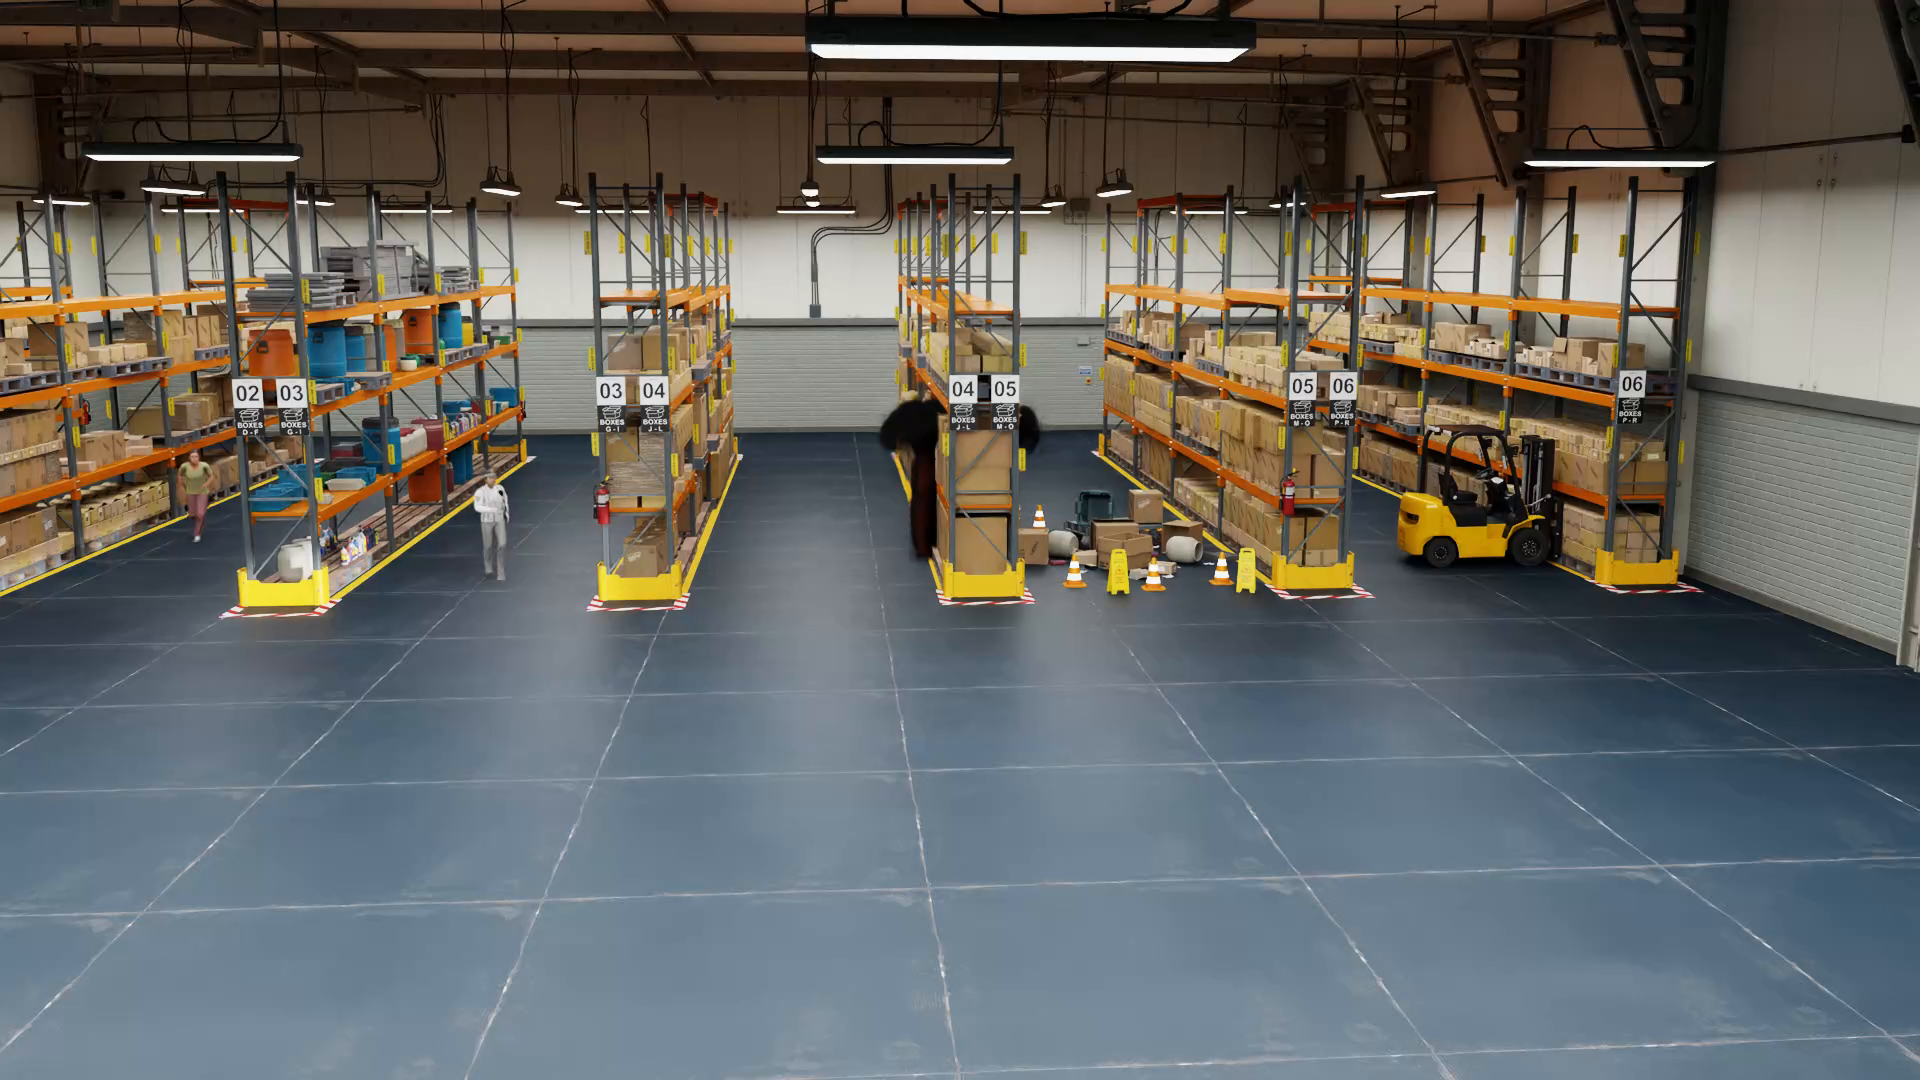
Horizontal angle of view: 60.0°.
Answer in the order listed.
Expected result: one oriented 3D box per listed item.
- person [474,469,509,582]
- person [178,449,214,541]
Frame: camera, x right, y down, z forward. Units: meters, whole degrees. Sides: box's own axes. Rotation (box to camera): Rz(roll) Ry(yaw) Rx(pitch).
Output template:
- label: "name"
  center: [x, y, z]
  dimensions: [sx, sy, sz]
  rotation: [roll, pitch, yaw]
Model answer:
- label: "person"
  center: [-7.089, -0.238, 25.220]
  dimensions: [0.552, 1.735, 0.813]
  rotation: [-5, 11, -24]
- label: "person"
  center: [-13.100, -0.782, 28.559]
  dimensions: [0.567, 1.599, 0.647]
  rotation: [-4, 11, -23]
